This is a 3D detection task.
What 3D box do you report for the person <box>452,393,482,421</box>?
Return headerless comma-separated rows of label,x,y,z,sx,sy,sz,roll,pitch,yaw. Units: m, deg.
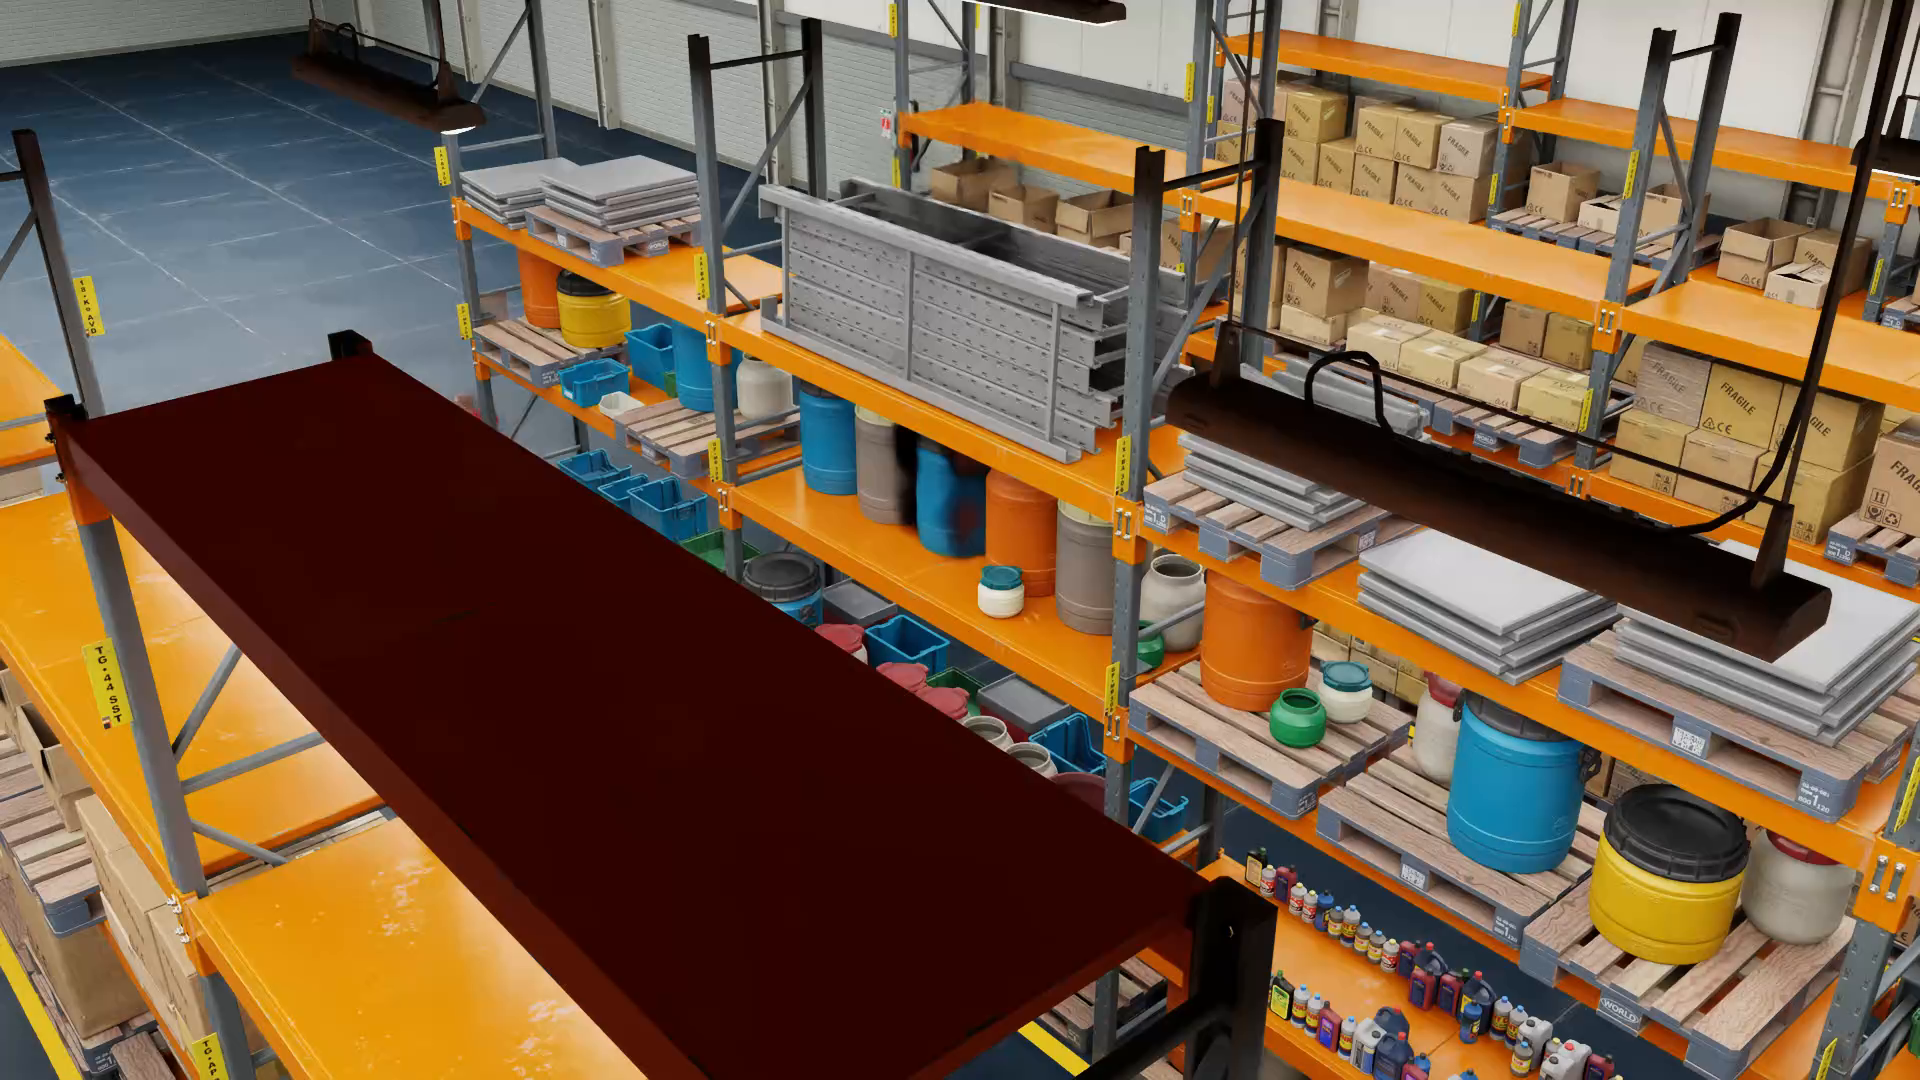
person,-4.990,-0.749,17.219,0.650,1.669,0.713,-3,27,-5
